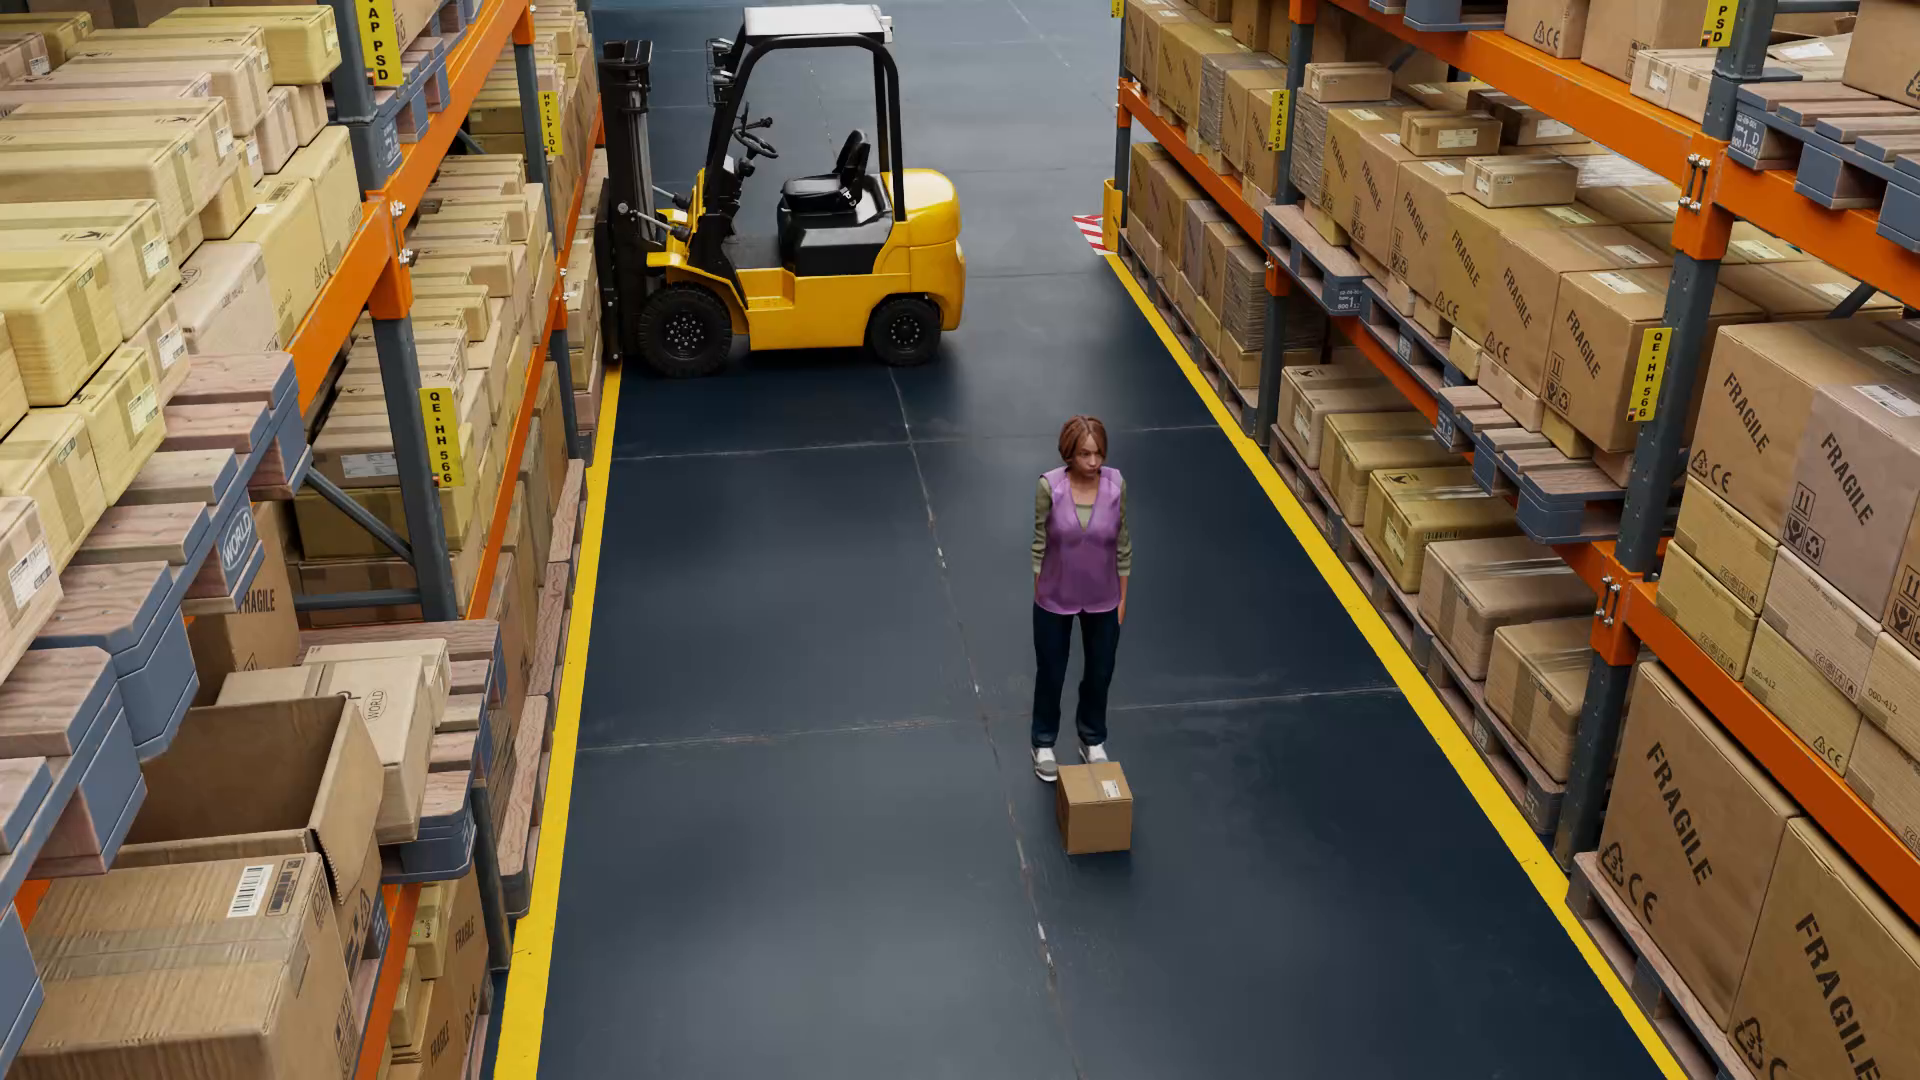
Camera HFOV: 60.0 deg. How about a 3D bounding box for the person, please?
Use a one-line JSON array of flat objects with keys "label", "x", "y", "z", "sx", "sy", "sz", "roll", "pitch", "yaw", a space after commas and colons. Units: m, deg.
[{"label": "person", "x": 0.483, "y": 0.242, "z": 6.667, "sx": 0.405, "sy": 1.596, "sz": 0.312, "roll": -3, "pitch": 28, "yaw": -6}]
